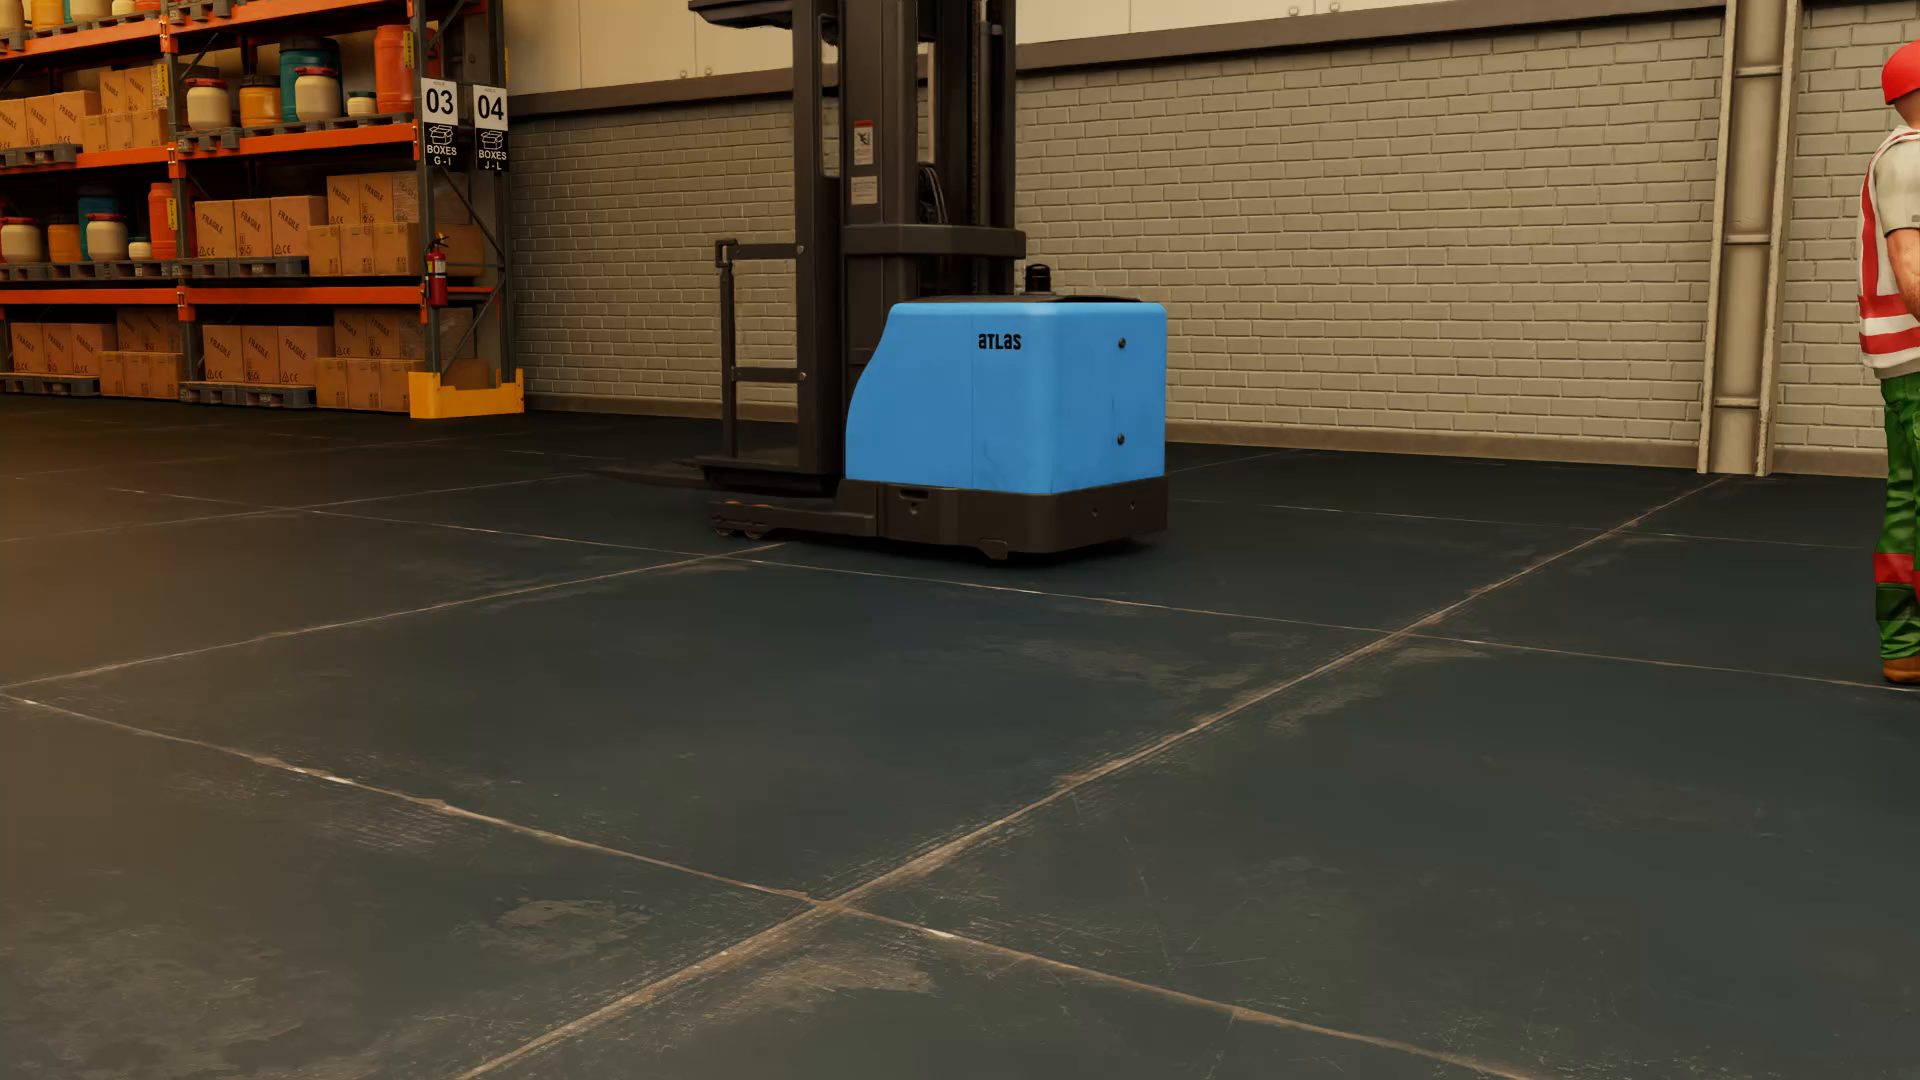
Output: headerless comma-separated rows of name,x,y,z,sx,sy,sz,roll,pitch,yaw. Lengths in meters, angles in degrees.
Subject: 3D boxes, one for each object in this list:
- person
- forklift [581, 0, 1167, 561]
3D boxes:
person,2.756,-0.481,4.574,0.564,1.787,0.637,4,9,25
forklift,-0.555,-1.506,7.785,3.031,2.935,1.130,6,10,37
